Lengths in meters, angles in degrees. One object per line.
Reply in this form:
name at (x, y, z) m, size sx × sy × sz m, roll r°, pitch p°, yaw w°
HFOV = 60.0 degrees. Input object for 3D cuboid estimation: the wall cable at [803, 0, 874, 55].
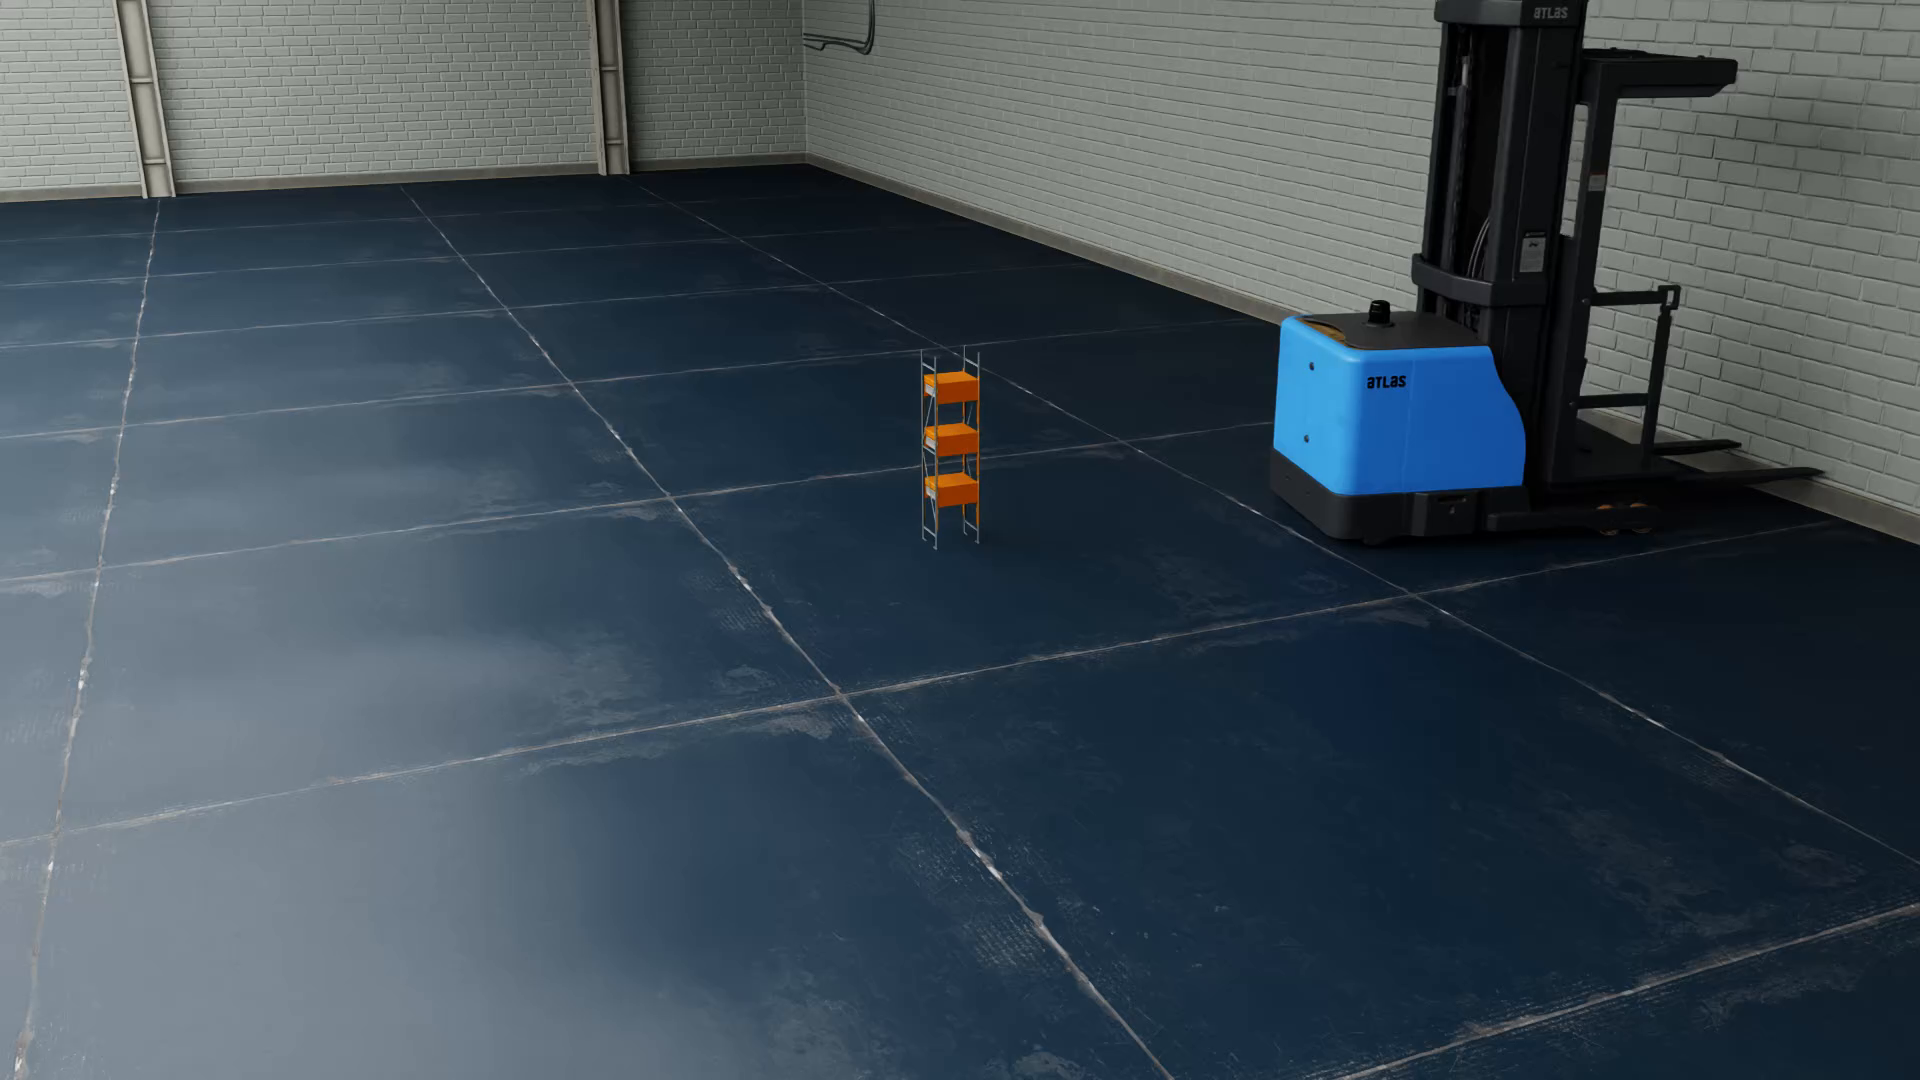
wall cable at (-1.784, -8.078, 23.091) m, size 0.112 × 2.526 × 3.097 m, roll -8°, pitch 21°, yaw -22°

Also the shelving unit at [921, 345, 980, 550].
shelving unit at (-0.049, -0.488, 8.828) m, size 0.252 × 1.050 × 0.215 m, roll -8°, pitch 21°, yaw -22°

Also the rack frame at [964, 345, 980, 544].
rack frame at (0.063, -0.504, 8.873) m, size 0.008 × 1.050 × 0.200 m, roll -8°, pitch 21°, yaw -22°

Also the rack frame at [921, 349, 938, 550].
rack frame at (-0.161, -0.472, 8.782) m, size 0.008 × 1.050 × 0.200 m, roll -8°, pitch 21°, yaw -22°

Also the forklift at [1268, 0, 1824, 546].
forklift at (3.364, -1.576, 9.083) m, size 3.031 × 2.935 × 1.130 m, roll -4°, pitch 20°, yaw -10°

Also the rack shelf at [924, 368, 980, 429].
rack shelf at (-0.049, -0.746, 8.737) m, size 0.240 × 0.259 × 0.215 m, roll -8°, pitch 21°, yaw -22°

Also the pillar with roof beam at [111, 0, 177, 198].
pillar with roof beam at (-8.817, -7.456, 16.650) m, size 0.400 × 9.000 × 9.100 m, roll -8°, pitch 21°, yaw -22°

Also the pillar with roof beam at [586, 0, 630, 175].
pillar with roof beam at (-3.308, -8.246, 18.891) m, size 0.400 × 9.000 × 9.100 m, roll -8°, pitch 21°, yaw -22°

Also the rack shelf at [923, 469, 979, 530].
rack shelf at (-0.049, -0.216, 8.924) m, size 0.240 × 0.259 × 0.215 m, roll -8°, pitch 21°, yaw -22°

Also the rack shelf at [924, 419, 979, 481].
rack shelf at (-0.049, -0.478, 8.831) m, size 0.240 × 0.259 × 0.215 m, roll -8°, pitch 21°, yaw -22°
